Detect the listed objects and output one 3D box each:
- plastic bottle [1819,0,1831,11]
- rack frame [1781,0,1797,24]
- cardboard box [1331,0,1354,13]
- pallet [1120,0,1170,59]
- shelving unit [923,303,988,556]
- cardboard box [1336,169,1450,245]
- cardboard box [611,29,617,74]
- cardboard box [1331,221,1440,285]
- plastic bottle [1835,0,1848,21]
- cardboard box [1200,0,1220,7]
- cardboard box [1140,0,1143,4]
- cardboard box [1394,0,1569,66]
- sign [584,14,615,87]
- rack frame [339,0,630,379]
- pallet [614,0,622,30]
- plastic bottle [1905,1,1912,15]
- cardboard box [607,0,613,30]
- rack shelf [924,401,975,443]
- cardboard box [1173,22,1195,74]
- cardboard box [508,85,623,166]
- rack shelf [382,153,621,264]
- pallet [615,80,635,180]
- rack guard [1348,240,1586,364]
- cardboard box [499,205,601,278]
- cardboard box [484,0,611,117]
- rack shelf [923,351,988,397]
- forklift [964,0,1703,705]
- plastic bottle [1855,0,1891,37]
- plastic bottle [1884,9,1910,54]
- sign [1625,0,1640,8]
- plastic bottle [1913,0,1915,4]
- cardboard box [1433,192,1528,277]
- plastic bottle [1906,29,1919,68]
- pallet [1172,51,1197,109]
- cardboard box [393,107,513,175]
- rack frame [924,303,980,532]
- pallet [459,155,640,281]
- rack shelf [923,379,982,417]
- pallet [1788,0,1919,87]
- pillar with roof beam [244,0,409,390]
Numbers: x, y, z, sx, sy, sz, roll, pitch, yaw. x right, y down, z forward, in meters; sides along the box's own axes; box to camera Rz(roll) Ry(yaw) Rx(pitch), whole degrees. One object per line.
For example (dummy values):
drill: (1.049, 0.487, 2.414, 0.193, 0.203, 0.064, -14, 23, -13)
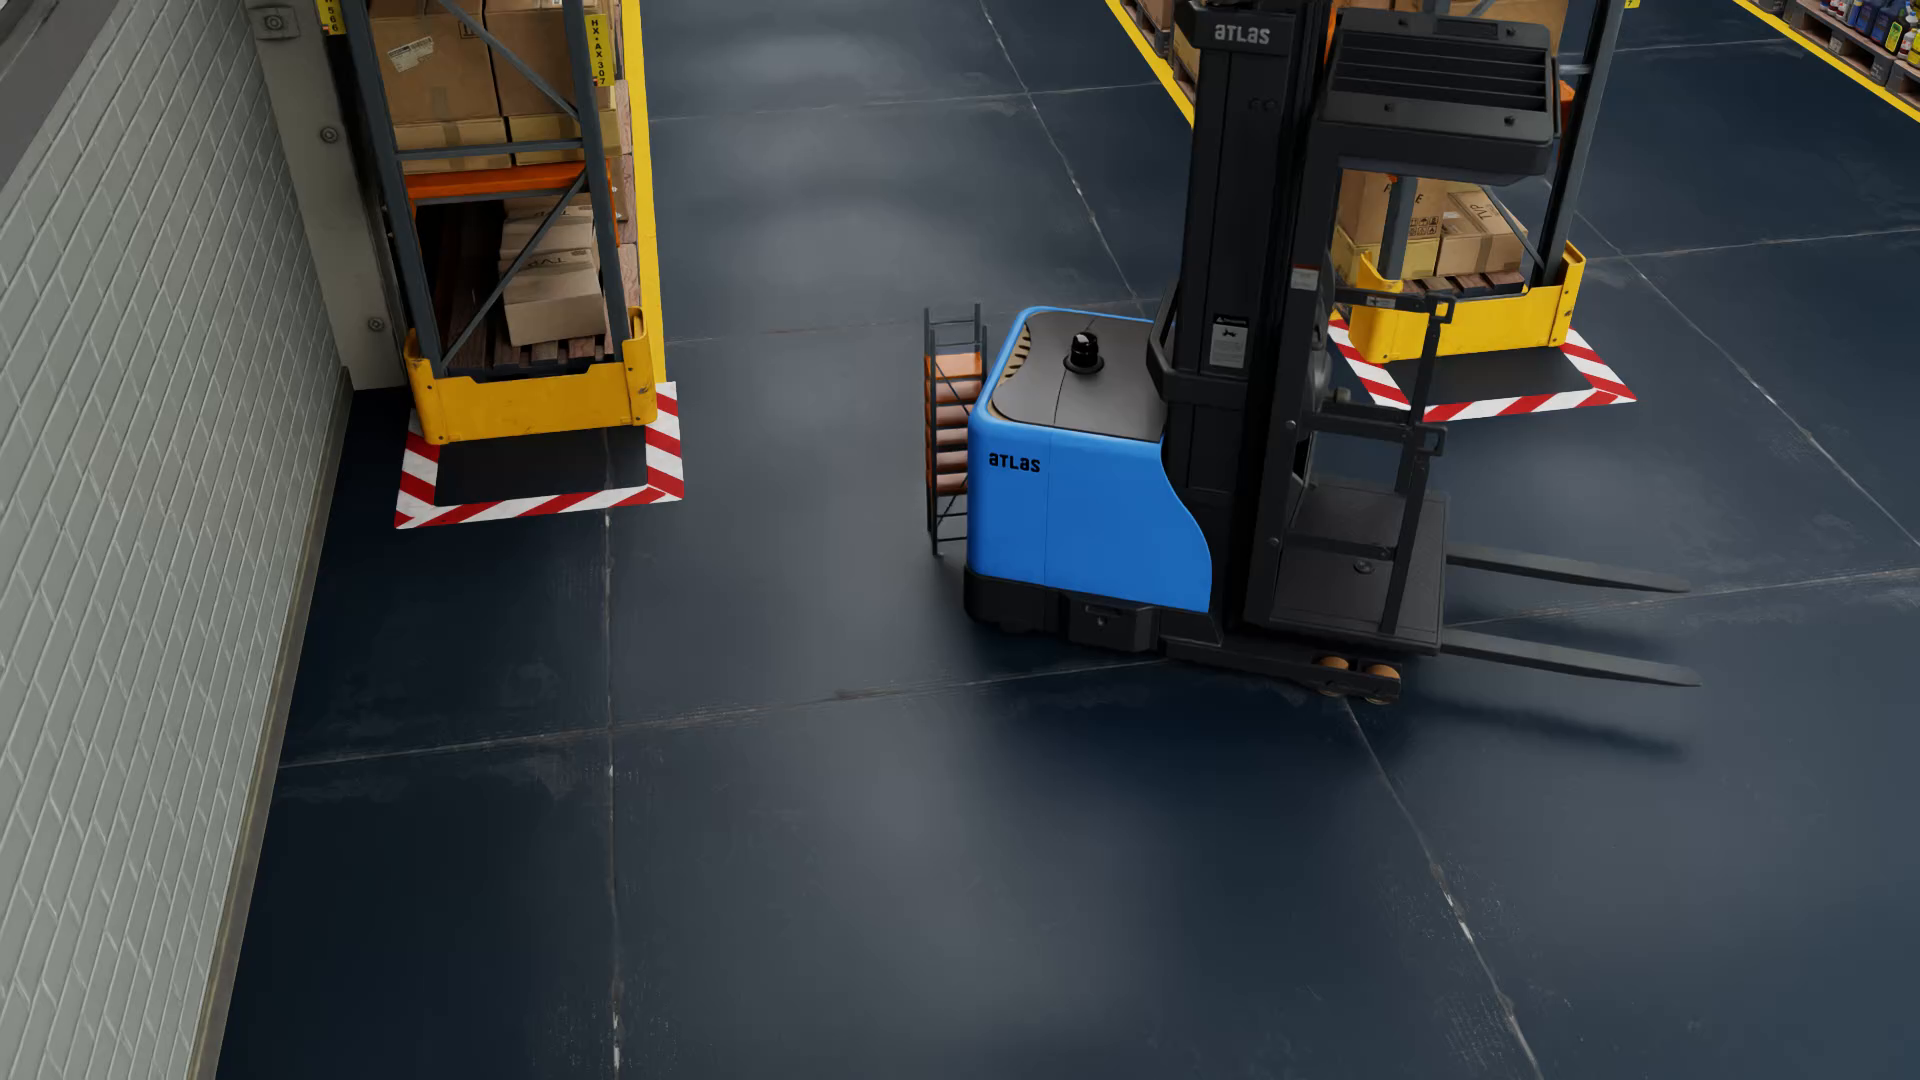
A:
plastic bottle: (6.536, -4.115, 12.467, 0.097, 0.271, 0.097, 0, 38, 0)
rack frame: (6.912, -5.259, 12.074, 1.000, 3.000, 0.127, -6, 38, -8)
cardboard box: (2.488, -3.252, 9.410, 0.700, 0.500, 0.500, -6, 38, -8)
pallet: (1.867, -4.068, 12.814, 1.003, 0.211, 1.213, -6, 38, -8)
shelving unit: (-0.019, -0.470, 7.376, 0.258, 1.200, 0.189, -5, 38, -7)
cardboard box: (2.349, -1.980, 9.141, 0.500, 0.500, 0.500, -6, 38, -8)
cardboard box: (-2.102, -2.675, 8.854, 0.500, 0.250, 0.500, -7, 38, -9)
cardboard box: (2.351, -1.684, 9.372, 0.500, 0.250, 0.500, -6, 38, -8)
plastic bottle: (6.572, -3.965, 12.331, 0.097, 0.201, 0.097, 0, 38, 0)
cardboard box: (1.903, -3.489, 11.084, 0.500, 0.500, 0.500, -6, 38, -8)
cardboard box: (1.590, -4.333, 12.781, 0.500, 0.250, 0.500, -7, 38, -9)
cardboard box: (2.667, -2.635, 8.615, 0.700, 0.500, 0.500, -6, 38, -8)
sign: (-1.606, -2.177, 7.402, 0.100, 0.325, 0.005, -6, 38, -8)
rack frame: (-2.141, -1.777, 7.592, 1.000, 3.000, 0.127, -6, 38, -8)
pallet: (-3.197, -4.300, 13.113, 1.003, 0.211, 1.213, -6, 38, -8)
plastic bottle: (6.789, -3.748, 11.995, 0.097, 0.271, 0.097, 0, 38, 0)
cardboard box: (-2.090, -2.955, 8.603, 0.500, 0.500, 0.500, -7, 38, -9)
rack shelf: (-0.019, -0.529, 7.330, 0.258, 0.103, 0.180, -5, 38, -7)
cardboard box: (1.817, -3.495, 11.703, 0.500, 0.250, 0.500, -6, 38, -8)
cardboard box: (-1.913, -2.055, 8.056, 0.500, 0.250, 0.500, -7, 38, -9)
rack shelf: (-2.491, -2.701, 9.368, 1.077, 0.370, 4.000, -6, 38, -8)
pallet: (-2.689, -2.690, 11.040, 1.003, 0.211, 1.213, -6, 38, -8)
rack guard: (2.740, -1.310, 9.029, 1.175, 0.500, 0.348, -6, 38, -8)
cardboard box: (-2.273, -1.661, 9.276, 0.500, 0.311, 0.500, -3, 38, -4)
cardboard box: (-1.928, -2.342, 7.815, 0.500, 0.500, 0.500, -6, 38, -8)
rack shelf: (-0.019, -0.719, 7.183, 0.258, 0.103, 0.180, -5, 38, -7)
forklift: (1.591, -0.841, 6.443, 3.031, 2.935, 1.130, 9, 39, 12)
plastic bottle: (6.645, -3.854, 12.066, 0.144, 0.351, 0.185, -5, 38, -7)
plastic bottle: (6.666, -3.609, 11.806, 0.061, 0.283, 0.133, -5, 38, -6)
sign: (3.283, -2.741, 8.063, 0.100, 0.325, 0.005, -6, 38, -8)
plastic bottle: (7.282, -4.142, 12.558, 0.097, 0.201, 0.097, 0, 38, 0)
cardboard box: (2.861, -1.740, 9.443, 0.500, 0.250, 0.500, -6, 38, -8)
plastic bottle: (6.752, -3.483, 11.589, 0.144, 0.351, 0.185, -7, 38, -8)
pallet: (2.133, -3.142, 11.622, 1.003, 0.211, 1.213, -6, 38, -8)
cardboard box: (-2.413, -1.987, 7.969, 0.500, 0.250, 0.500, -6, 38, -7)
rack frame: (-0.033, -0.525, 7.448, 0.240, 1.200, 0.006, -5, 38, -7)
pallet: (-2.472, -1.952, 10.090, 1.003, 0.211, 1.213, -6, 38, -8)
rack shelf: (-0.019, -0.624, 7.256, 0.258, 0.103, 0.180, -5, 38, -7)
pallet: (6.989, -3.747, 12.401, 1.003, 0.211, 1.213, -6, 38, -8)
pillar with roof beam: (1.123, -4.939, 6.772, 9.100, 9.000, 0.400, -6, 38, -8)
